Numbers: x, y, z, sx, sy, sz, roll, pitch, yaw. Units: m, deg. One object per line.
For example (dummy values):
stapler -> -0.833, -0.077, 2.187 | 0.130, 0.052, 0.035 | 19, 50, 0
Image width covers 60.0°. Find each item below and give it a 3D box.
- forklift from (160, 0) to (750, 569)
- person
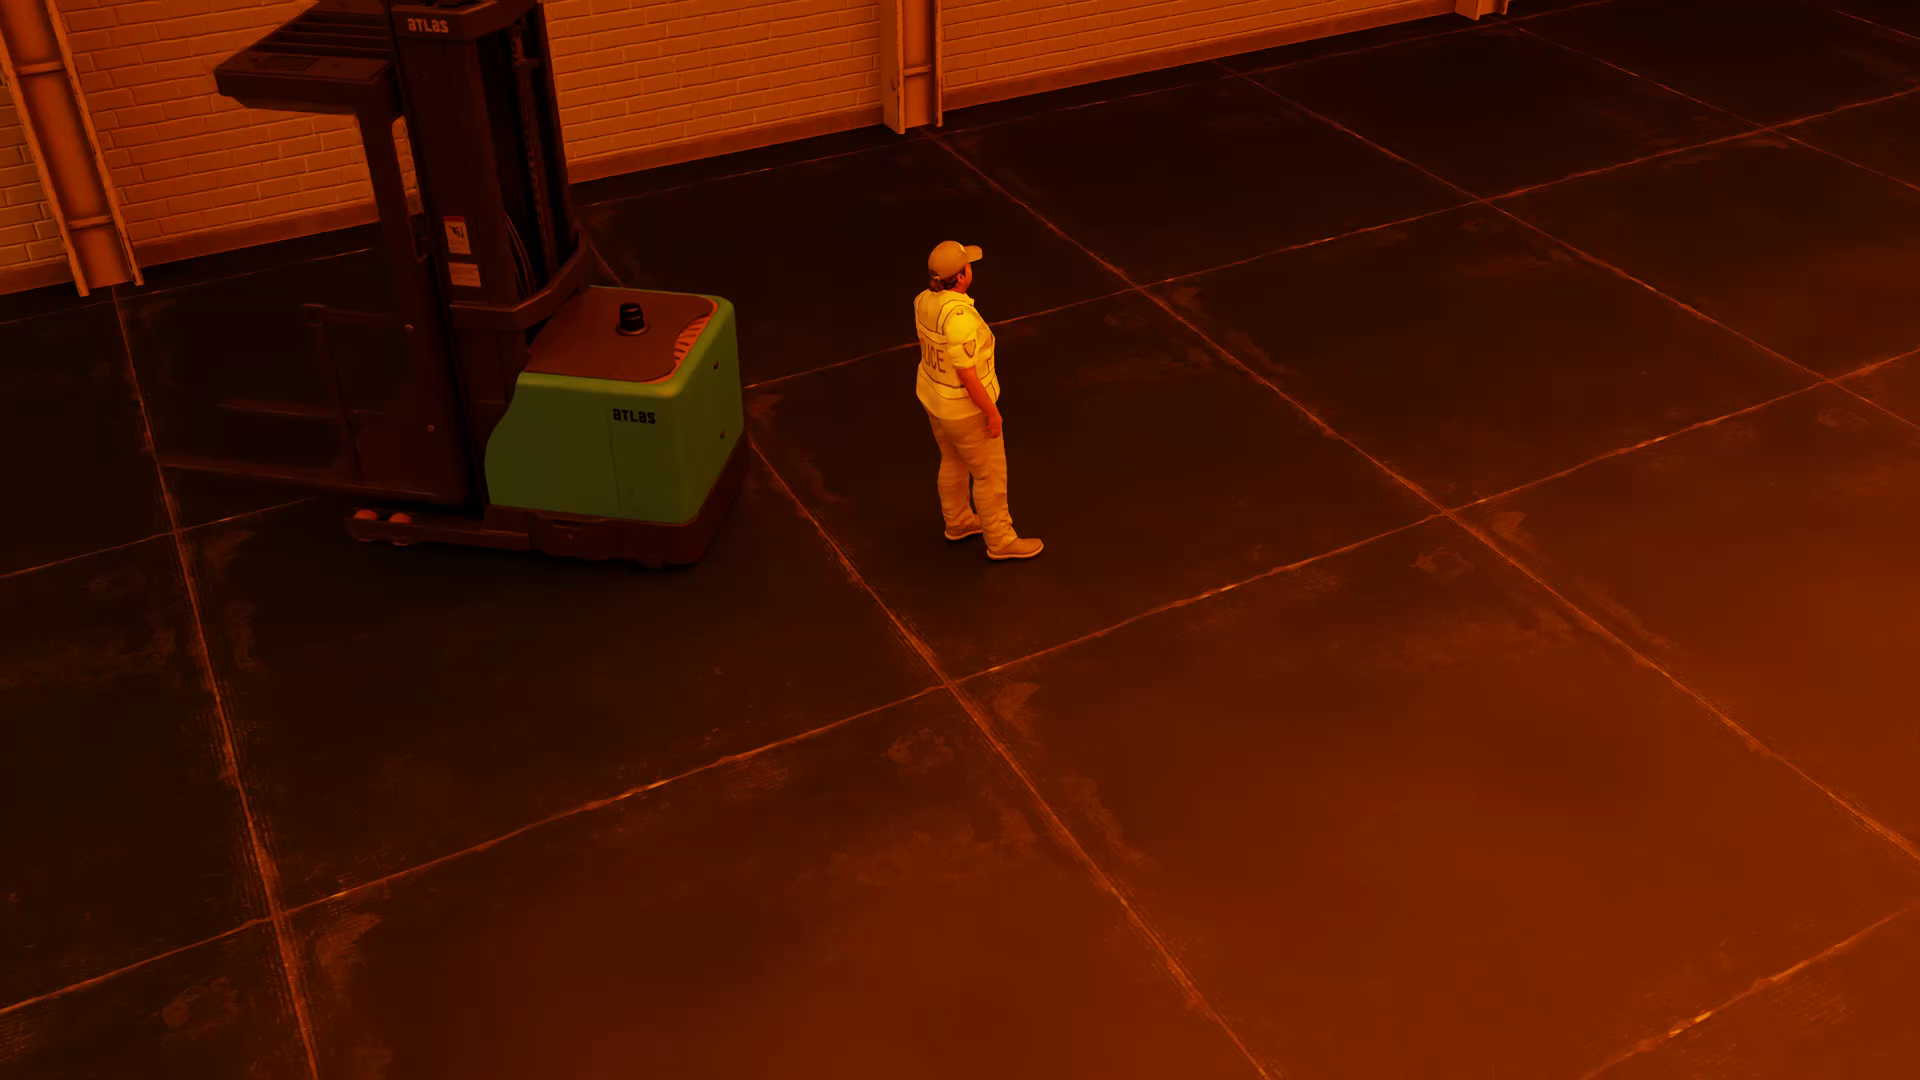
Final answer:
forklift -> -2.717, -1.459, 8.187 | 3.031, 2.935, 1.130 | 6, 36, 9
person -> 0.078, -0.695, 8.190 | 0.529, 1.670, 0.598 | -17, 39, -23
